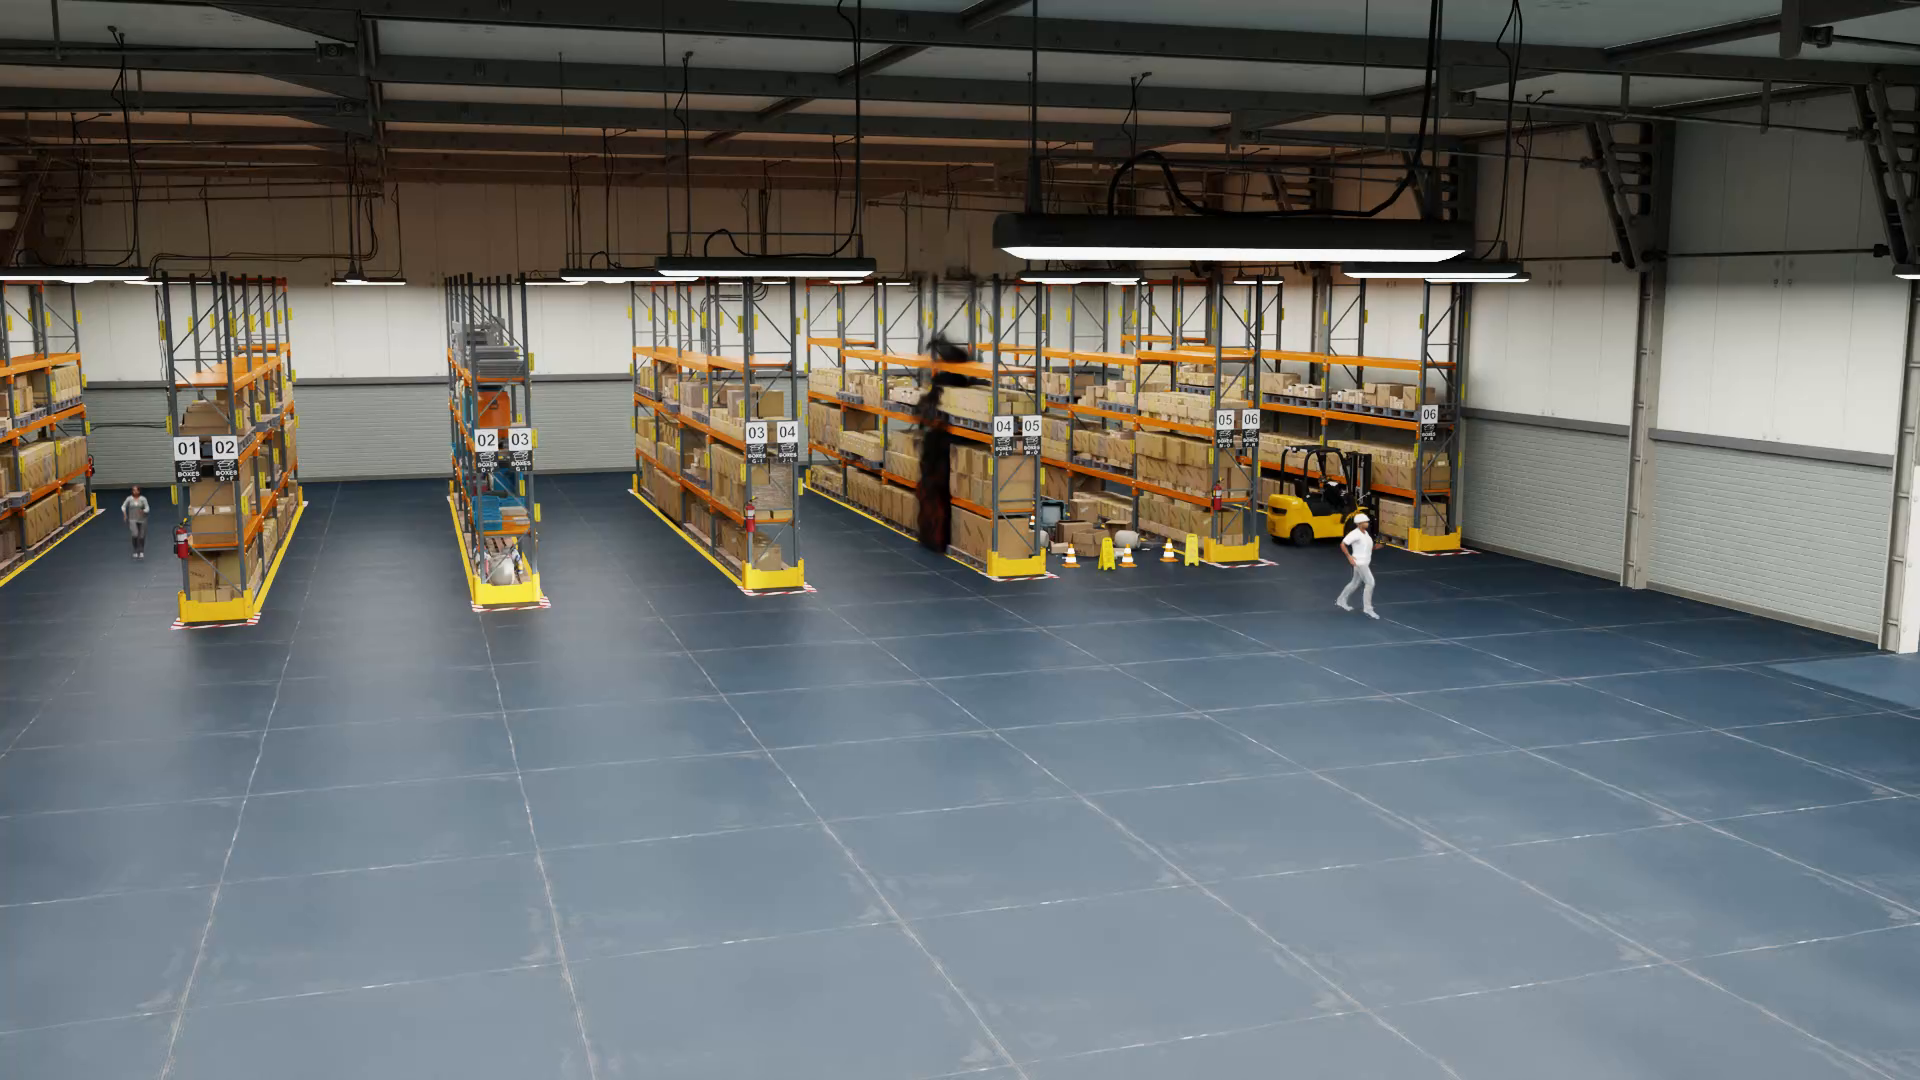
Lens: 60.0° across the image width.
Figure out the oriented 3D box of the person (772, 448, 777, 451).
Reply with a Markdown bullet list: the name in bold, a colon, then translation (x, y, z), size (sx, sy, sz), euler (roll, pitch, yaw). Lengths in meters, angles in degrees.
- **person**: translation (-5.596, -2.326, 47.968), size (0.705, 1.767, 0.697), euler (1, 9, 4)

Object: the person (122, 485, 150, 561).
- **person**: translation (-17.393, -0.358, 35.144), size (0.505, 1.597, 0.667), euler (-5, 10, -32)

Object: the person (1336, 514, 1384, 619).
- **person**: translation (7.028, 0.445, 29.244), size (0.807, 1.823, 0.677), euler (4, 10, 25)
